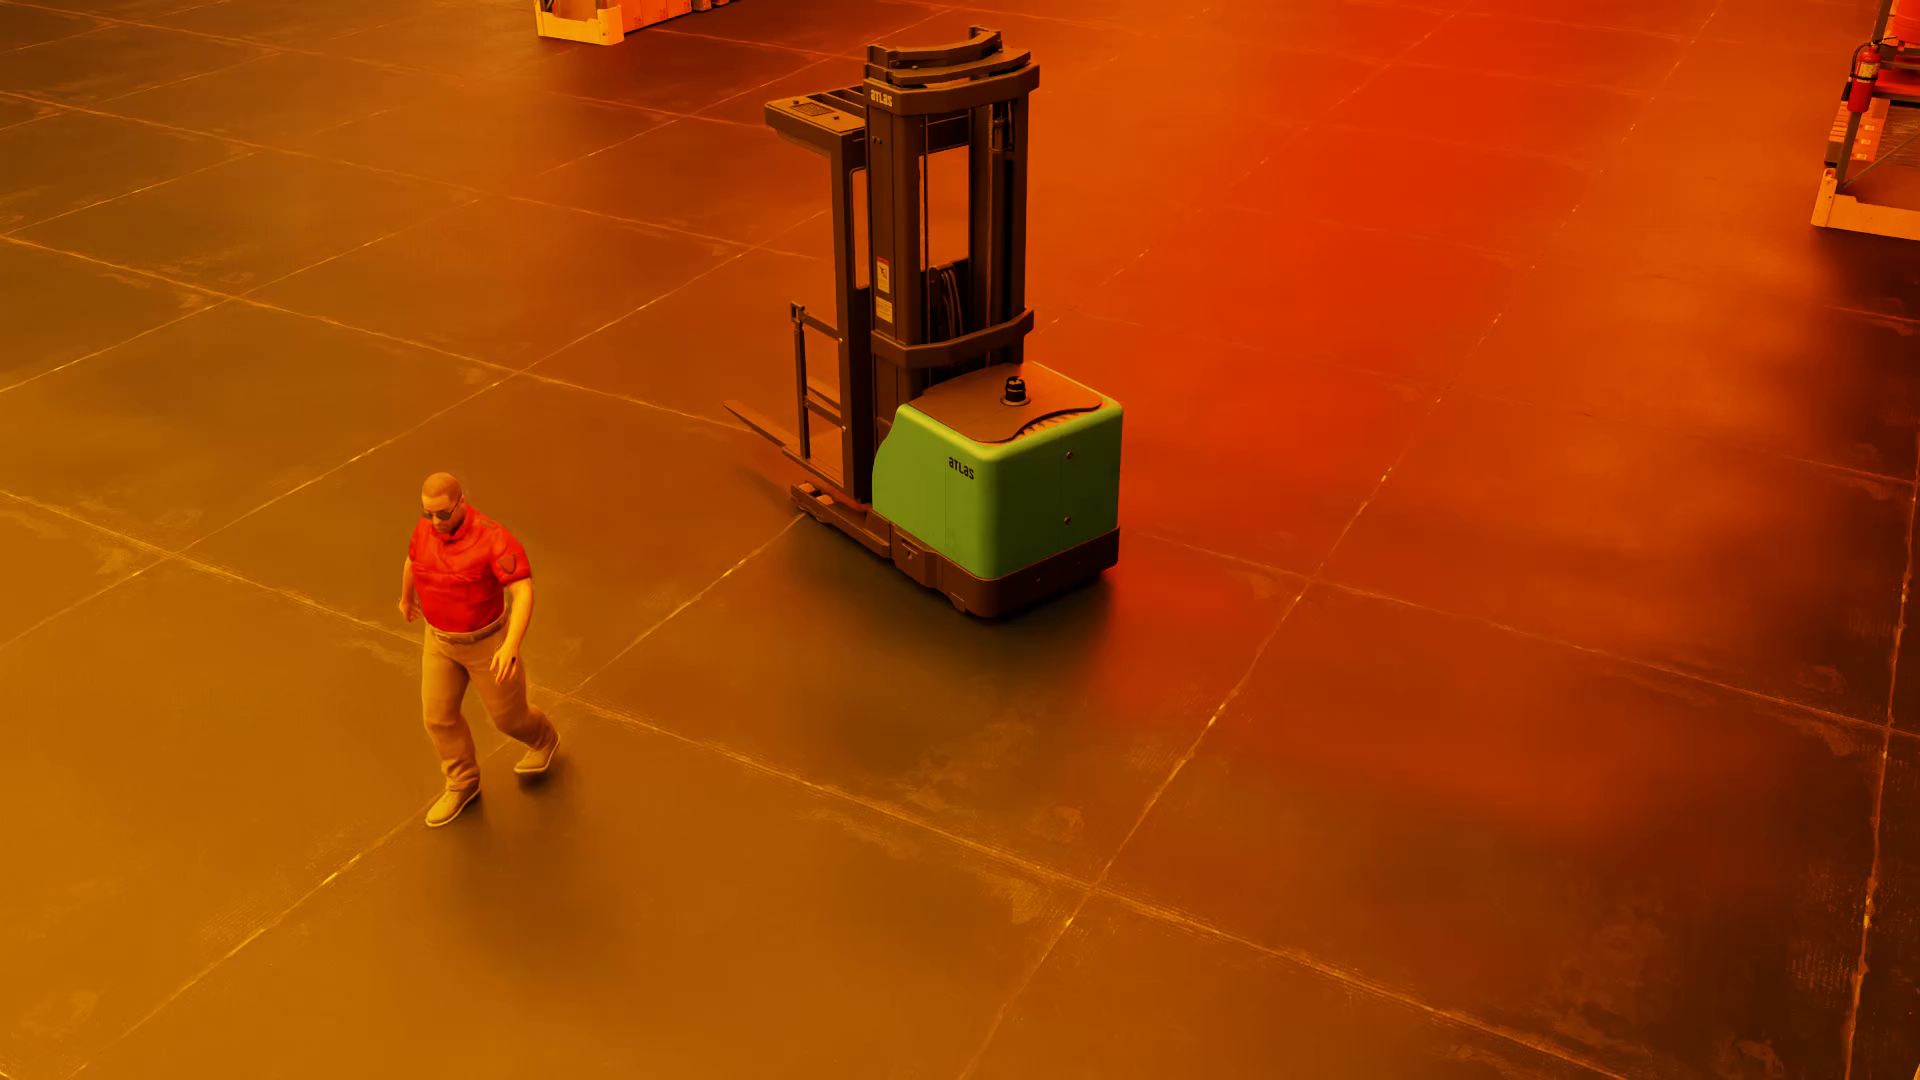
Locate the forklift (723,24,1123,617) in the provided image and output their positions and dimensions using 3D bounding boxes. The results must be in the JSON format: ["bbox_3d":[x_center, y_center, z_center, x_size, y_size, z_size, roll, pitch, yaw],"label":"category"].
[{"bbox_3d":[-0.392,-1.515,9.696,1.130,2.935,3.031,-22,36,-33],"label":"forklift"}]

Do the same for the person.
[{"bbox_3d":[-2.237,0.464,7.506,0.943,1.709,0.740,10,31,17],"label":"person"}]
